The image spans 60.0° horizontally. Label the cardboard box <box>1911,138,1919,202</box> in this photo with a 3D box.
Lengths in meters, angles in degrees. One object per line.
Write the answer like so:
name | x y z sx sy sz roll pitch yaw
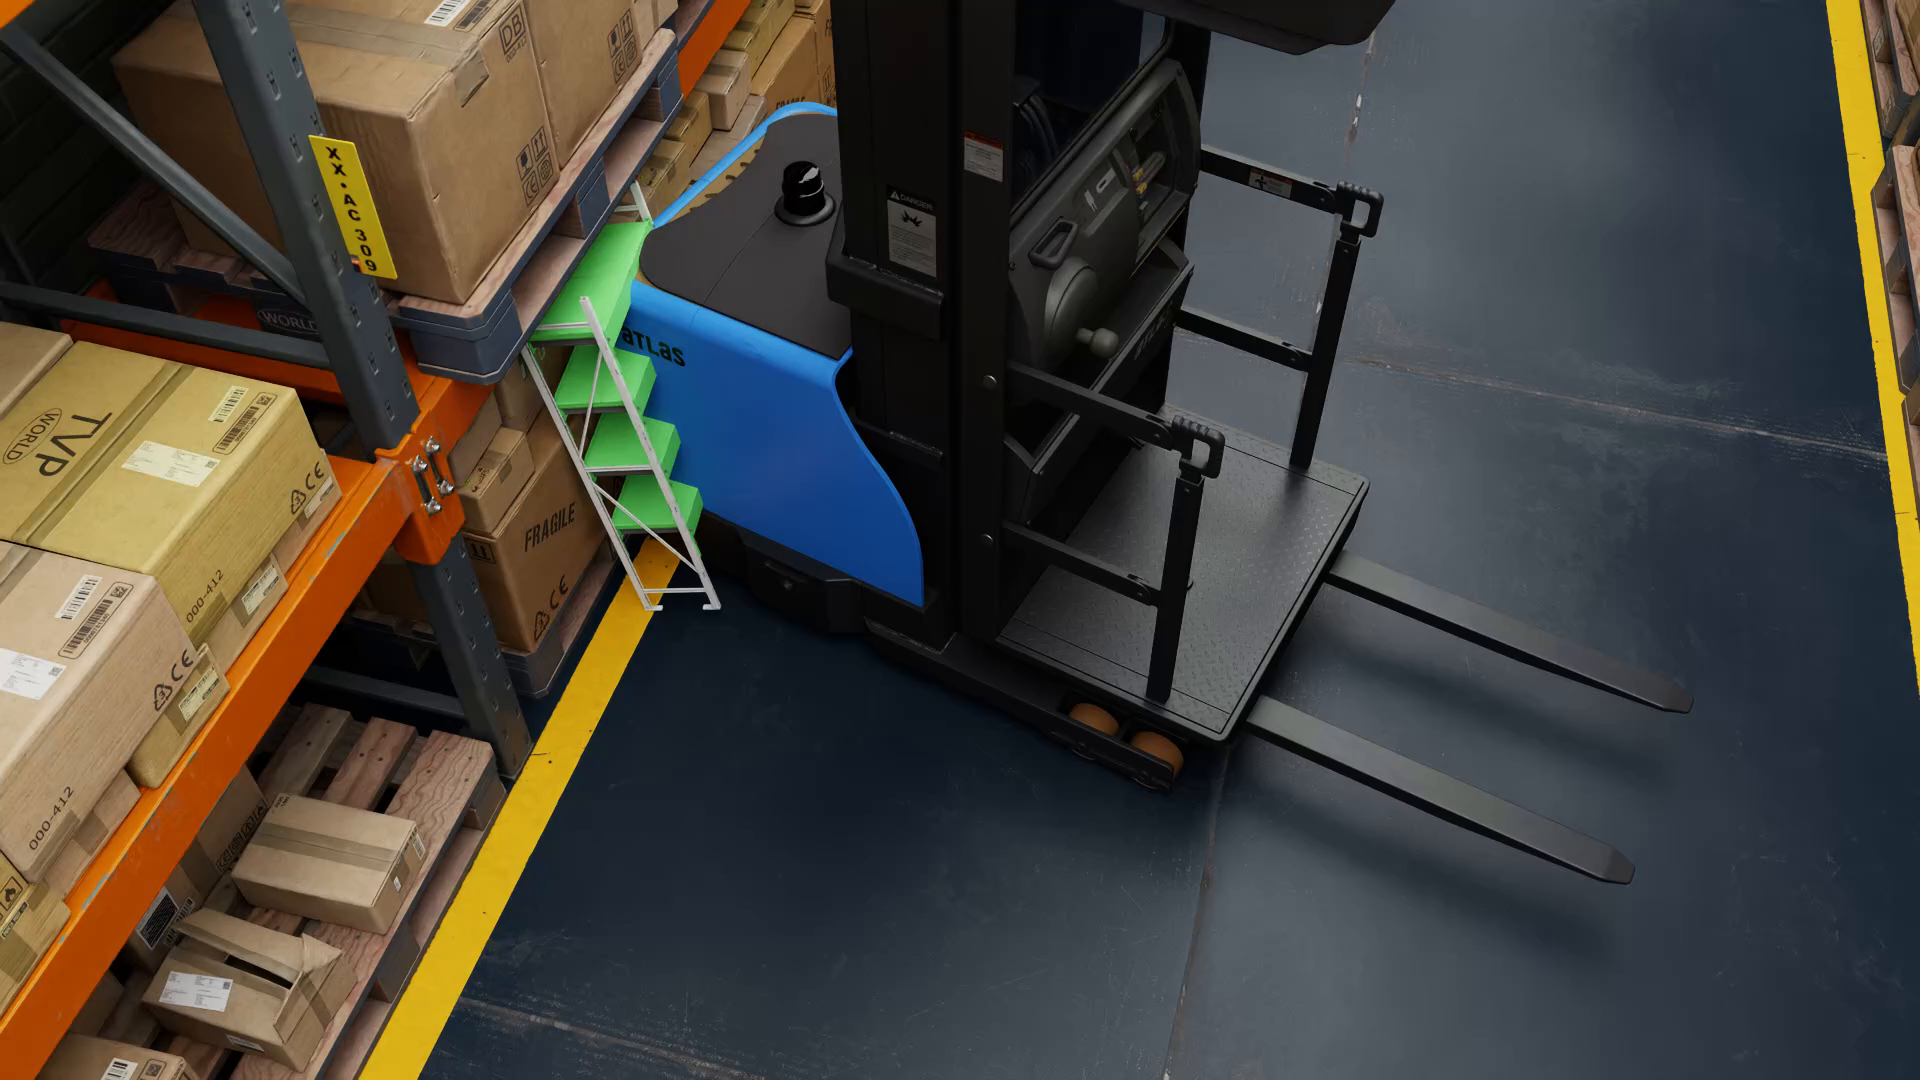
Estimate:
cardboard box | 3.872 -1.328 5.559 0.875 0.875 0.875 11 50 10

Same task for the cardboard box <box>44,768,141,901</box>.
cardboard box | -1.736 0.474 2.998 0.380 0.149 0.250 13 50 11

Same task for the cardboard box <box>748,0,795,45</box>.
cardboard box | -0.808 -1.904 5.884 0.380 0.149 0.250 13 50 11

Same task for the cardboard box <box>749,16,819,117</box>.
cardboard box | -0.836 -1.577 6.028 0.500 0.500 0.500 14 50 12

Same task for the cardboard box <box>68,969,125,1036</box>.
cardboard box | -2.224 1.090 3.908 0.380 0.149 0.250 11 49 10

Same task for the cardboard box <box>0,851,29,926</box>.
cardboard box | -1.869 0.632 2.593 0.500 0.250 0.500 11 50 10

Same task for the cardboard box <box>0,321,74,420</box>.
cardboard box | -2.099 -0.203 3.330 0.500 0.250 0.500 11 50 10

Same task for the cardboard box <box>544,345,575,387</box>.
cardboard box | -1.302 -0.596 4.730 0.380 0.149 0.250 9 49 8

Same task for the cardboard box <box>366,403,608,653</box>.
cardboard box | -1.364 -0.076 4.704 0.500 0.500 0.500 14 50 12

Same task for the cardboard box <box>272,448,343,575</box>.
cardboard box | -1.549 -0.095 3.501 0.380 0.149 0.250 12 50 11

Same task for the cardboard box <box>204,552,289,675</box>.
cardboard box | -1.596 0.097 3.331 0.380 0.149 0.250 13 50 11

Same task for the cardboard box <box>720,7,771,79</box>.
cardboard box | -0.873 -1.724 5.725 0.380 0.149 0.250 11 49 9

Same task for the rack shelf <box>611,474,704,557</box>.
rack shelf | -0.860 -0.173 4.985 0.258 0.148 0.480 -2 47 12

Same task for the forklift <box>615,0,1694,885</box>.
forklift | 0.540 -0.737 3.946 3.031 2.935 1.130 23 53 19

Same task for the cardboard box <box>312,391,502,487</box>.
cardboard box | -1.416 -0.303 4.273 0.380 0.149 0.250 11 49 9

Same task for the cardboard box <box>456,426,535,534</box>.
cardboard box | -1.357 -0.192 4.374 0.380 0.149 0.250 14 50 12

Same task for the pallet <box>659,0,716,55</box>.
pallet | -1.163 -1.881 5.038 1.003 0.211 1.213 12 50 10

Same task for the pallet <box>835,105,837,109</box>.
pallet | -0.888 -1.897 6.783 1.003 0.211 1.213 12 50 10

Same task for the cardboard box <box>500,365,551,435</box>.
cardboard box | -1.359 -0.408 4.564 0.380 0.149 0.250 10 49 9

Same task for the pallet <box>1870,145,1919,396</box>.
pallet | 3.854 -0.897 5.901 1.003 0.211 1.213 12 50 10

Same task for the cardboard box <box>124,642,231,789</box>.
cardboard box | -1.641 0.290 3.161 0.380 0.149 0.250 13 50 11

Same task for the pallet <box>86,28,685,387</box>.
pallet | -1.393 -0.952 4.218 1.003 0.211 1.213 12 50 10

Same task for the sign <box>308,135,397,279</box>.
sign | -1.183 -0.644 3.240 0.100 0.325 0.005 12 50 10

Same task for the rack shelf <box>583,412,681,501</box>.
rack shelf | -0.902 -0.334 4.813 0.258 0.148 0.480 -2 47 12

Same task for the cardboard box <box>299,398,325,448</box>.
cardboard box | -1.890 -0.309 4.476 0.380 0.149 0.250 10 49 9

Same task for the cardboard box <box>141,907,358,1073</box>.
cardboard box | -1.666 1.026 3.887 0.396 0.266 0.258 13 50 11

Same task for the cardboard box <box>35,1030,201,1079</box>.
cardboard box | -1.973 1.337 3.456 0.700 0.500 0.500 10 49 9

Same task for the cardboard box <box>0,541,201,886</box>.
cardboard box | -1.725 0.274 2.909 0.500 0.250 0.500 12 50 10

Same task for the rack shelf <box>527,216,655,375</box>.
rack shelf | -0.985 -0.656 4.467 0.258 0.148 0.480 -2 47 12

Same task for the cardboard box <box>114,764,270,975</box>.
cardboard box | -2.110 0.723 4.125 0.500 0.311 0.500 13 50 11

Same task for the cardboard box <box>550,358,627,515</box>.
cardboard box | -1.233 -0.463 5.045 0.500 0.500 0.500 11 49 10

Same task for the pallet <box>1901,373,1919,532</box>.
pallet | 3.531 -0.018 5.125 1.003 0.211 1.213 12 50 10

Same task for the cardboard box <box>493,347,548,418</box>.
cardboard box | -1.335 -0.488 4.436 0.380 0.149 0.250 9 49 8

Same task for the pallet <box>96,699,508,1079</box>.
pallet | -1.890 0.960 4.262 1.003 0.211 1.213 12 50 10

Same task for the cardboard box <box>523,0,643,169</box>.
cardboard box | -1.229 -1.311 4.060 0.700 0.500 0.500 12 50 10

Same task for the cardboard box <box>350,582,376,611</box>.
cardboard box | -1.864 -0.184 4.799 0.500 0.500 0.500 11 50 10

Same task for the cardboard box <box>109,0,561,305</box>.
cardboard box | -1.365 -0.937 3.729 0.700 0.500 0.500 13 50 11

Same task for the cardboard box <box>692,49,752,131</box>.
cardboard box | -0.917 -1.518 5.544 0.380 0.149 0.250 9 49 8

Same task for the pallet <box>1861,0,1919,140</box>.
pallet | 4.341 -2.018 6.890 1.003 0.211 1.213 12 50 10

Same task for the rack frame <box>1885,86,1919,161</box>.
rack frame | 4.134 -2.375 5.346 1.000 3.000 0.127 12 50 10

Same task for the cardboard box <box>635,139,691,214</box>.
cardboard box | -1.074 -1.149 5.218 0.380 0.149 0.250 13 50 11

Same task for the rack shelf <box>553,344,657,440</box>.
rack shelf | -0.944 -0.495 4.640 0.258 0.148 0.480 -2 47 12

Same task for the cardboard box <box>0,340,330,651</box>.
cardboard box | -1.607 -0.091 3.232 0.500 0.250 0.500 13 50 11

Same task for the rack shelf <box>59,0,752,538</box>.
rack shelf | -1.182 -1.668 5.201 1.077 0.370 4.000 12 50 10

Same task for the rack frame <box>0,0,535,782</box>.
rack frame | -1.708 -0.459 3.654 1.000 3.000 0.127 12 50 10

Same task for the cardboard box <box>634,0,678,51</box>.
cardboard box | -0.972 -1.483 4.367 0.396 0.266 0.258 14 50 12

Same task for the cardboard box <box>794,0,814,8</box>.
cardboard box | -0.695 -2.086 6.045 0.380 0.149 0.250 10 49 9

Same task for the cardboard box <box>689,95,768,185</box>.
cardboard box | -0.955 -1.197 5.693 0.500 0.500 0.500 10 49 9

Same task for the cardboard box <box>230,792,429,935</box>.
cardboard box | -1.572 0.806 4.159 0.380 0.149 0.250 10 49 9

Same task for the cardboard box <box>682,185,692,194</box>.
cardboard box | -1.098 -0.824 5.363 0.500 0.500 0.500 10 49 9

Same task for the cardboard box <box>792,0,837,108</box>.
cardboard box | -0.701 -1.956 6.363 0.500 0.500 0.500 11 49 9

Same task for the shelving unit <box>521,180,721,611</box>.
shelving unit | -0.913 -0.377 4.767 0.258 1.200 0.503 -2 47 12

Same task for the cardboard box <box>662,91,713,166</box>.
cardboard box | -1.031 -1.350 5.396 0.380 0.149 0.250 12 50 10

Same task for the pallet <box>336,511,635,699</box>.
pallet | -1.531 -0.132 5.226 1.003 0.211 1.213 12 50 10

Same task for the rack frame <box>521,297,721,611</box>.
rack frame | -0.943 -0.196 4.605 0.240 1.200 0.015 -2 47 12

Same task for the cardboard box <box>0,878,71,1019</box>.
cardboard box | -1.777 0.665 2.830 0.380 0.149 0.250 11 49 9

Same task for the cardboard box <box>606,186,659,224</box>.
cardboard box | -1.142 -0.970 5.060 0.380 0.149 0.250 11 50 10

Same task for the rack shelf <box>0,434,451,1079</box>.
rack shelf | -2.235 1.226 2.647 1.077 0.370 4.000 12 50 10

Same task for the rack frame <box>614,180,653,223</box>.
rack frame | -0.883 -0.557 4.928 0.240 1.200 0.015 -2 47 12

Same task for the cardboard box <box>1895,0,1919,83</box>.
cardboard box | 4.293 -2.052 6.533 0.950 0.372 0.625 9 49 7
